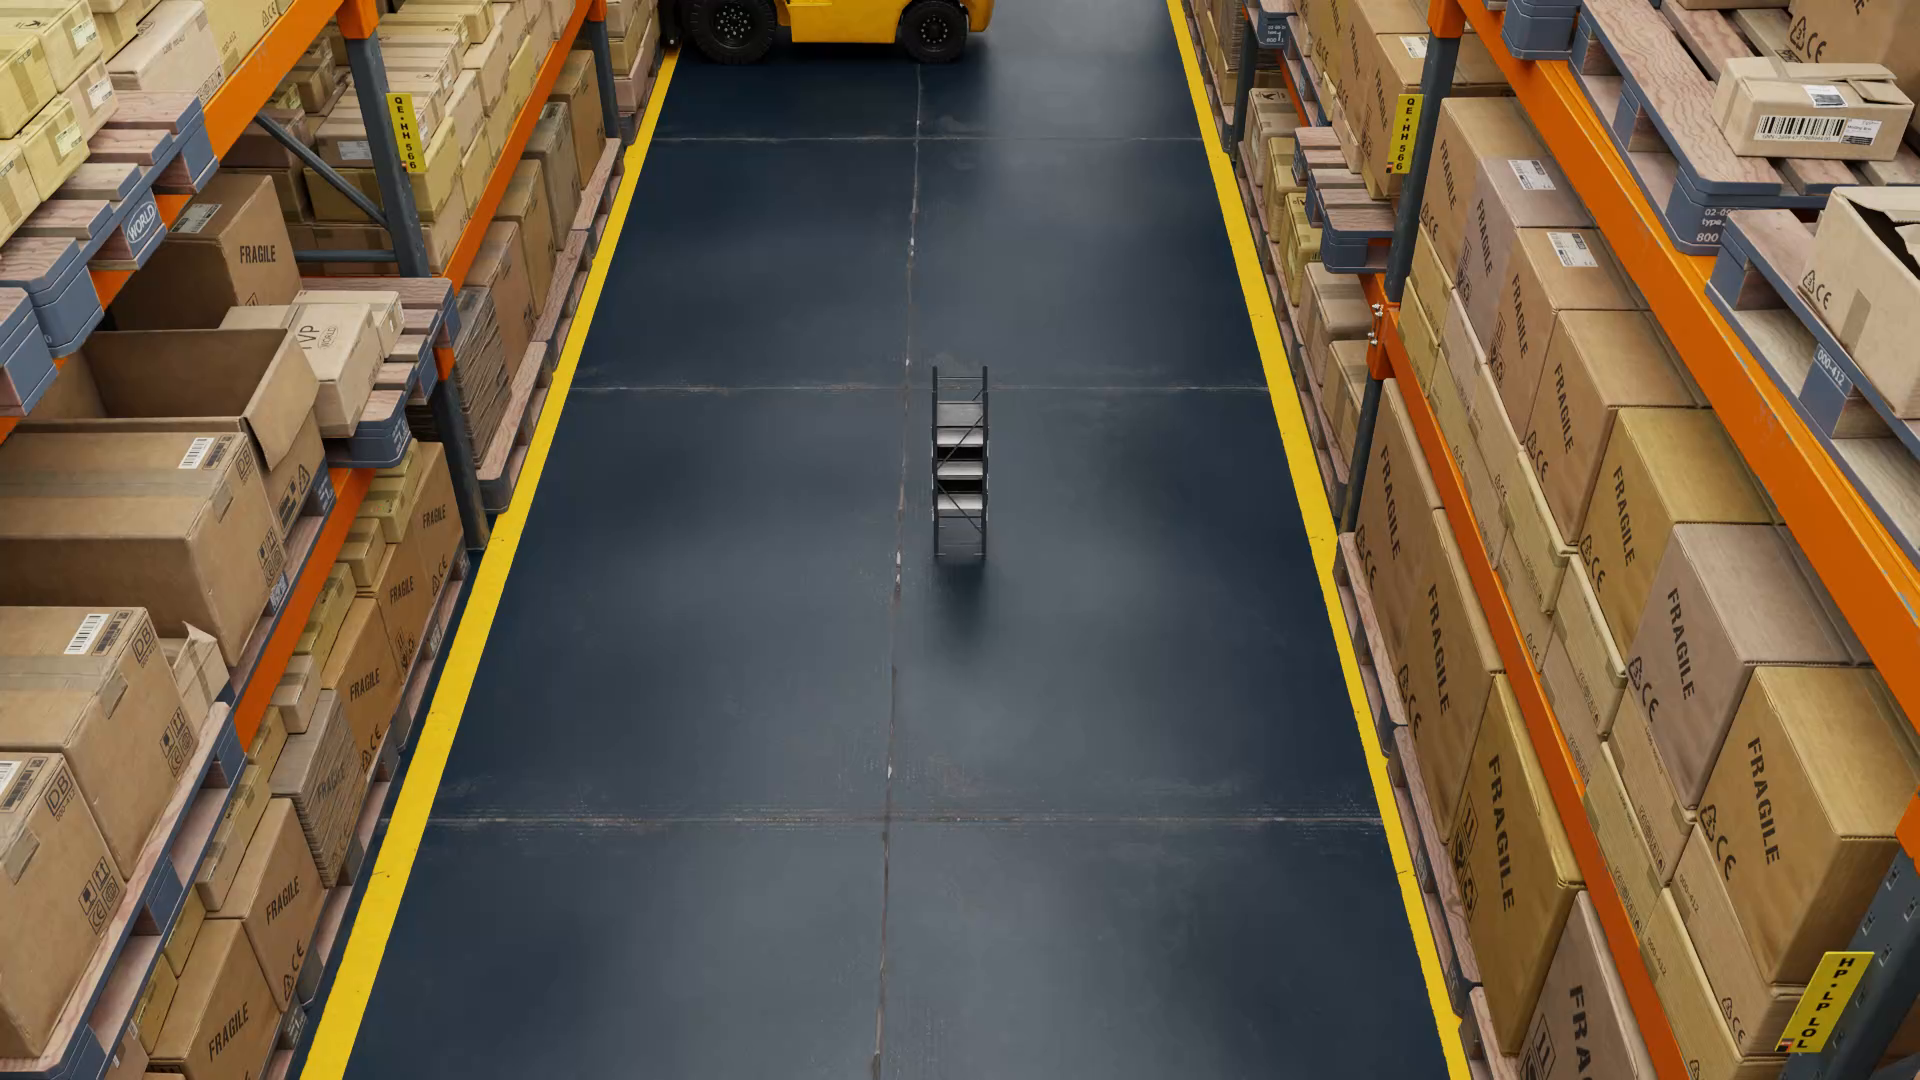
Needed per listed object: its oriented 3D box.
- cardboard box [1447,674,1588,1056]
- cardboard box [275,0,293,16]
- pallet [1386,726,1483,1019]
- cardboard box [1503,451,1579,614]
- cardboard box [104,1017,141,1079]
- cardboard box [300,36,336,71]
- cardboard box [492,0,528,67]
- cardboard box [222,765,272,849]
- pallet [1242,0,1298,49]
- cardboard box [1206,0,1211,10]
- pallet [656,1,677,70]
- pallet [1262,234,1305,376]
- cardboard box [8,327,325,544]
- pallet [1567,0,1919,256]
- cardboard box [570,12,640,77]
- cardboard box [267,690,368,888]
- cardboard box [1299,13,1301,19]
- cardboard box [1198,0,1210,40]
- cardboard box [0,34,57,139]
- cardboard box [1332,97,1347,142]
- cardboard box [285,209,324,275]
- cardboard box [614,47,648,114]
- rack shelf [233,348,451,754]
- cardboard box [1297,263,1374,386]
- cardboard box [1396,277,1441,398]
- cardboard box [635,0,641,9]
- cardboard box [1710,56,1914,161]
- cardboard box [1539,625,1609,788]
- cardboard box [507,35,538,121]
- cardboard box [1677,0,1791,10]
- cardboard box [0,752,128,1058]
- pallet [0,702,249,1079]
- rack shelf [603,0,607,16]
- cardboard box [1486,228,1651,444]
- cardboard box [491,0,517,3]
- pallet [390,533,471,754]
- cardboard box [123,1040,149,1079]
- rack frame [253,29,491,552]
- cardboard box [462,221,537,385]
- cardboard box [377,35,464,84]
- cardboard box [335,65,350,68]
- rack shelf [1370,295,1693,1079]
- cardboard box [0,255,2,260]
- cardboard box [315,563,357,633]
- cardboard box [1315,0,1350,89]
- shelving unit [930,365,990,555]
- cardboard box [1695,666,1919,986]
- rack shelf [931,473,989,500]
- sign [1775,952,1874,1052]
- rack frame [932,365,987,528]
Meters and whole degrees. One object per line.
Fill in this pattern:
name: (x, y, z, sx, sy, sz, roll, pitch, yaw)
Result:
cardboard box: (2.184, 1.056, 5.397, 0.875, 0.875, 0.875, 1, 39, 1)
cardboard box: (-2.451, -1.944, 5.498, 0.500, 0.250, 0.500, -1, 39, -2)
pallet: (2.193, 1.184, 6.104, 1.003, 0.211, 1.213, 0, 39, 0)
cardboard box: (1.998, -0.026, 5.104, 0.500, 0.250, 0.500, 1, 39, 1)
cardboard box: (-2.472, 1.404, 4.506, 0.380, 0.149, 0.250, -2, 39, -2)
cardboard box: (-3.018, -2.127, 7.407, 0.380, 0.149, 0.250, -1, 39, -1)
cardboard box: (-2.458, -2.527, 8.224, 0.500, 0.250, 0.500, 0, 39, 1)
cardboard box: (-2.488, 0.866, 5.415, 0.380, 0.149, 0.250, 1, 39, 2)
pallet: (2.120, -3.107, 9.382, 1.003, 0.211, 1.213, 0, 39, 0)
cardboard box: (1.992, -4.050, 11.669, 0.500, 0.500, 0.500, 2, 39, 2)
pallet: (-2.662, -3.828, 12.358, 1.003, 0.211, 1.213, 0, 39, 0)
pallet: (2.271, -1.320, 9.228, 1.003, 0.211, 1.213, 0, 39, 0)
cardboard box: (-2.508, -0.336, 5.352, 0.797, 0.503, 0.637, -1, 39, -1)
pallet: (2.327, -1.153, 4.543, 1.003, 0.211, 1.213, 2, 39, 2)
cardboard box: (-2.391, -3.243, 10.861, 0.500, 0.250, 0.500, 0, 39, 0)
cardboard box: (-2.466, 0.888, 5.906, 0.500, 0.500, 0.500, -1, 39, -2)
cardboard box: (1.975, -2.731, 8.624, 0.380, 0.149, 0.250, 0, 39, 0)
cardboard box: (1.989, -3.771, 11.920, 0.500, 0.250, 0.500, 1, 39, 1)
cardboard box: (-2.322, -1.035, 3.792, 0.380, 0.149, 0.250, 0, 39, 0)
cardboard box: (1.924, -1.912, 7.602, 0.380, 0.149, 0.250, -2, 39, -2)
cardboard box: (-2.951, -1.375, 7.187, 0.500, 0.250, 0.500, -1, 39, -1)
cardboard box: (-2.368, -3.048, 11.017, 0.500, 0.250, 0.500, 0, 39, 0)
rack shelf: (-2.692, 0.379, 5.454, 1.077, 0.370, 4.000, 0, 39, 0)
cardboard box: (2.270, -1.112, 8.504, 0.950, 0.372, 0.625, -1, 39, -1)
cardboard box: (2.018, -0.794, 6.462, 0.500, 0.250, 0.500, -1, 39, -1)
cardboard box: (-2.376, -3.758, 11.104, 0.500, 0.250, 0.500, 0, 39, 0)
cardboard box: (2.122, -1.083, 4.155, 0.380, 0.166, 0.250, 3, 39, 4)
cardboard box: (2.040, 0.487, 4.863, 0.500, 0.250, 0.500, -1, 39, -1)
cardboard box: (-2.453, -2.333, 8.382, 0.500, 0.250, 0.500, 1, 39, 1)
cardboard box: (2.460, -1.913, 4.924, 0.700, 0.500, 0.500, -2, 39, -2)
cardboard box: (-2.467, 0.843, 3.883, 0.700, 0.500, 0.500, 1, 39, 1)
pallet: (-2.581, 0.924, 4.352, 1.003, 0.211, 1.213, 0, 39, 0)
rack shelf: (-2.701, -4.624, 11.697, 1.077, 0.370, 4.000, 0, 39, 0)
cardboard box: (2.021, -0.645, 5.277, 0.500, 0.500, 0.500, 1, 39, 1)
cardboard box: (-2.368, -2.768, 8.207, 0.380, 0.149, 0.250, -1, 39, -1)
pallet: (-2.731, 0.403, 7.079, 1.003, 0.211, 1.213, 0, 39, 0)
cardboard box: (-2.502, 1.510, 4.612, 0.380, 0.149, 0.250, -1, 39, -1)
rack frame: (-2.694, -1.153, 6.790, 1.000, 3.000, 0.127, 0, 39, 0)
cardboard box: (-2.690, -1.188, 8.397, 0.875, 0.625, 0.625, 1, 39, 1)
cardboard box: (-2.441, -2.135, 7.417, 0.380, 0.149, 0.250, 0, 39, 0)
cardboard box: (-2.973, -2.203, 7.820, 0.500, 0.250, 0.500, 0, 39, 0)
rack shelf: (2.272, 0.373, 5.461, 1.077, 0.370, 4.000, 0, 39, 0)
cardboard box: (-2.271, -0.592, 3.477, 0.380, 0.149, 0.250, 0, 39, 1)
cardboard box: (-2.498, 0.215, 6.227, 0.380, 0.149, 0.250, 1, 39, 1)
cardboard box: (1.977, -2.400, 7.693, 0.500, 0.500, 0.500, -3, 39, -3)
shelving unit: (0.000, -0.346, 7.462, 0.258, 0.900, 0.210, 0, 39, 0)
cardboard box: (2.022, 0.635, 3.680, 0.500, 0.500, 0.500, 1, 39, 1)
rack shelf: (0.000, -0.250, 7.539, 0.258, 0.077, 0.200, 0, 39, 0)
sign: (1.731, 0.928, 3.330, 0.100, 0.325, 0.005, 0, 39, 0)
rack frame: (0.000, -0.410, 7.542, 0.240, 0.900, 0.006, 0, 39, 0)
